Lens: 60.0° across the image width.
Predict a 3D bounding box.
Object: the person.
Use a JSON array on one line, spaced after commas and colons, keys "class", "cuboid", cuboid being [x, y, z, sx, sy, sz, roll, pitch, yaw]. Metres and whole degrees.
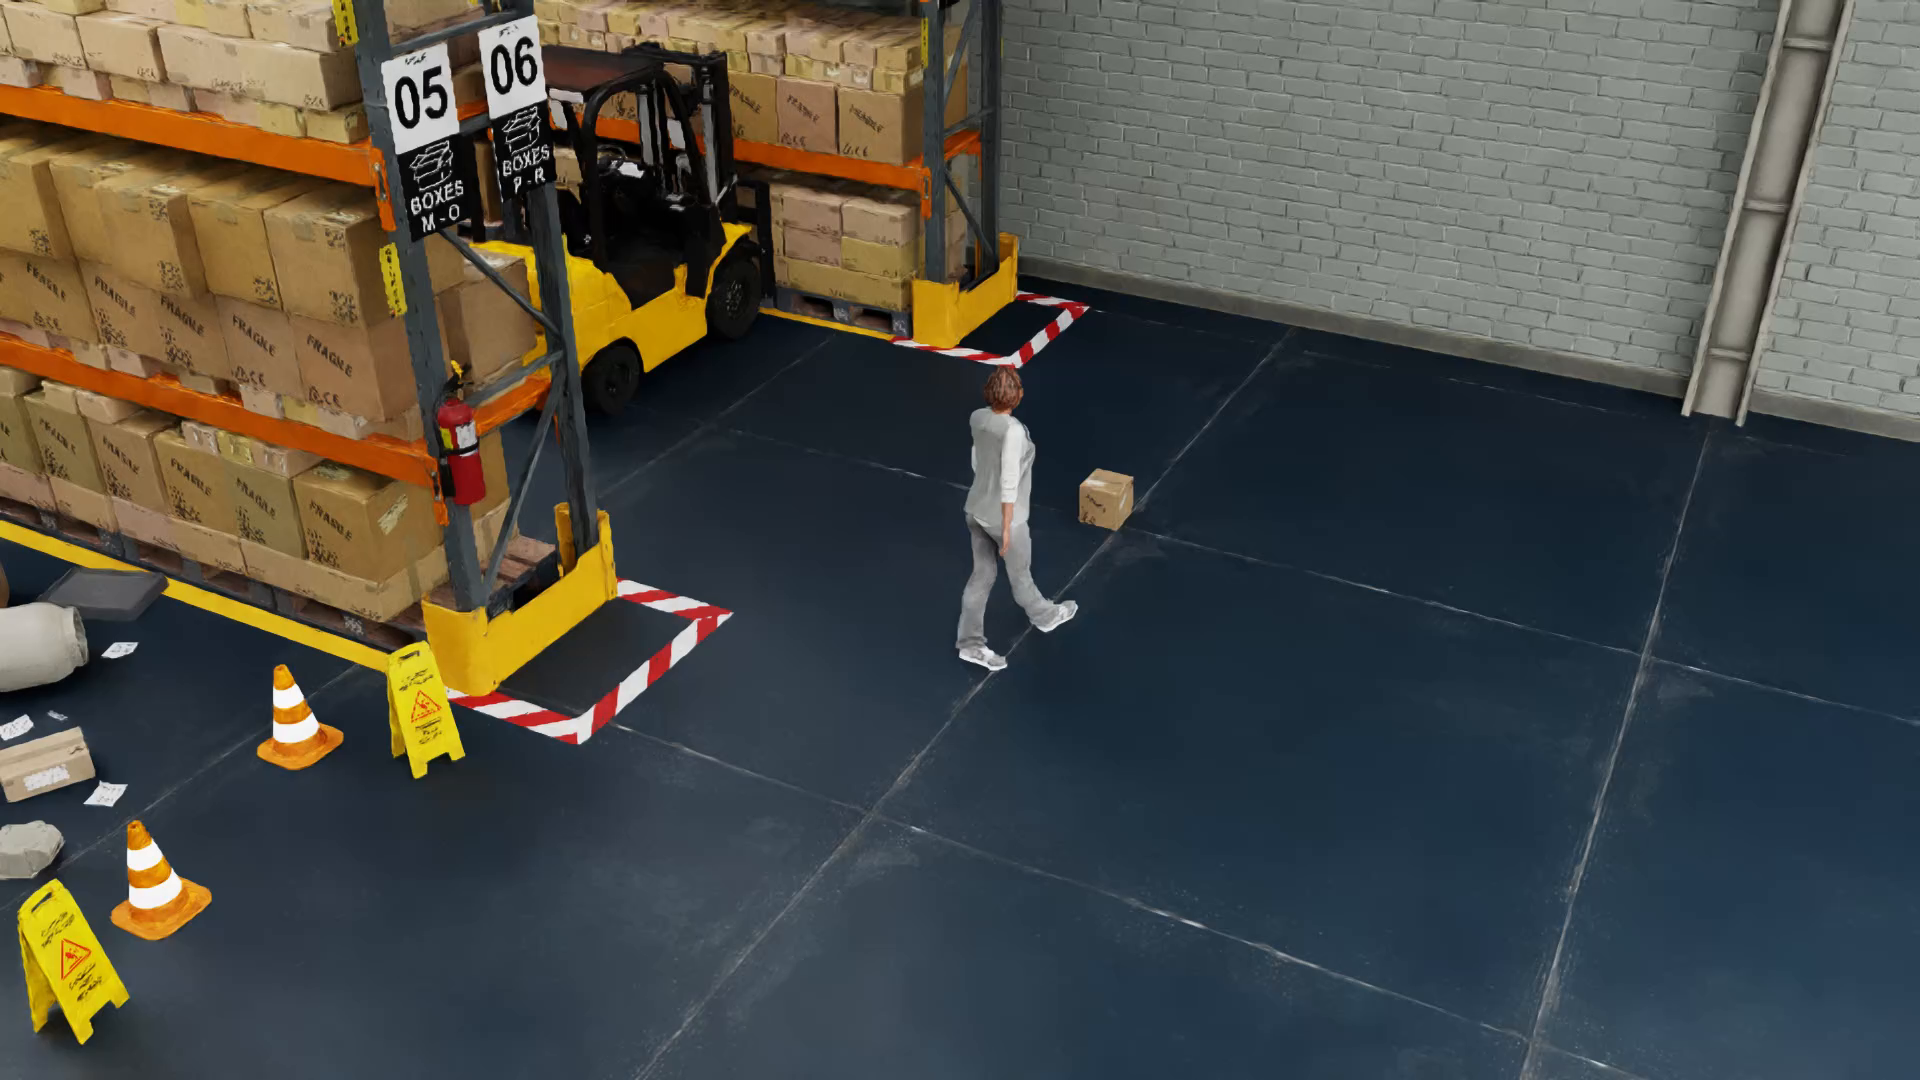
[{"class": "person", "cuboid": [0.277, -0.149, 8.556, 0.752, 1.577, 0.460, -19, 36, -30]}]
